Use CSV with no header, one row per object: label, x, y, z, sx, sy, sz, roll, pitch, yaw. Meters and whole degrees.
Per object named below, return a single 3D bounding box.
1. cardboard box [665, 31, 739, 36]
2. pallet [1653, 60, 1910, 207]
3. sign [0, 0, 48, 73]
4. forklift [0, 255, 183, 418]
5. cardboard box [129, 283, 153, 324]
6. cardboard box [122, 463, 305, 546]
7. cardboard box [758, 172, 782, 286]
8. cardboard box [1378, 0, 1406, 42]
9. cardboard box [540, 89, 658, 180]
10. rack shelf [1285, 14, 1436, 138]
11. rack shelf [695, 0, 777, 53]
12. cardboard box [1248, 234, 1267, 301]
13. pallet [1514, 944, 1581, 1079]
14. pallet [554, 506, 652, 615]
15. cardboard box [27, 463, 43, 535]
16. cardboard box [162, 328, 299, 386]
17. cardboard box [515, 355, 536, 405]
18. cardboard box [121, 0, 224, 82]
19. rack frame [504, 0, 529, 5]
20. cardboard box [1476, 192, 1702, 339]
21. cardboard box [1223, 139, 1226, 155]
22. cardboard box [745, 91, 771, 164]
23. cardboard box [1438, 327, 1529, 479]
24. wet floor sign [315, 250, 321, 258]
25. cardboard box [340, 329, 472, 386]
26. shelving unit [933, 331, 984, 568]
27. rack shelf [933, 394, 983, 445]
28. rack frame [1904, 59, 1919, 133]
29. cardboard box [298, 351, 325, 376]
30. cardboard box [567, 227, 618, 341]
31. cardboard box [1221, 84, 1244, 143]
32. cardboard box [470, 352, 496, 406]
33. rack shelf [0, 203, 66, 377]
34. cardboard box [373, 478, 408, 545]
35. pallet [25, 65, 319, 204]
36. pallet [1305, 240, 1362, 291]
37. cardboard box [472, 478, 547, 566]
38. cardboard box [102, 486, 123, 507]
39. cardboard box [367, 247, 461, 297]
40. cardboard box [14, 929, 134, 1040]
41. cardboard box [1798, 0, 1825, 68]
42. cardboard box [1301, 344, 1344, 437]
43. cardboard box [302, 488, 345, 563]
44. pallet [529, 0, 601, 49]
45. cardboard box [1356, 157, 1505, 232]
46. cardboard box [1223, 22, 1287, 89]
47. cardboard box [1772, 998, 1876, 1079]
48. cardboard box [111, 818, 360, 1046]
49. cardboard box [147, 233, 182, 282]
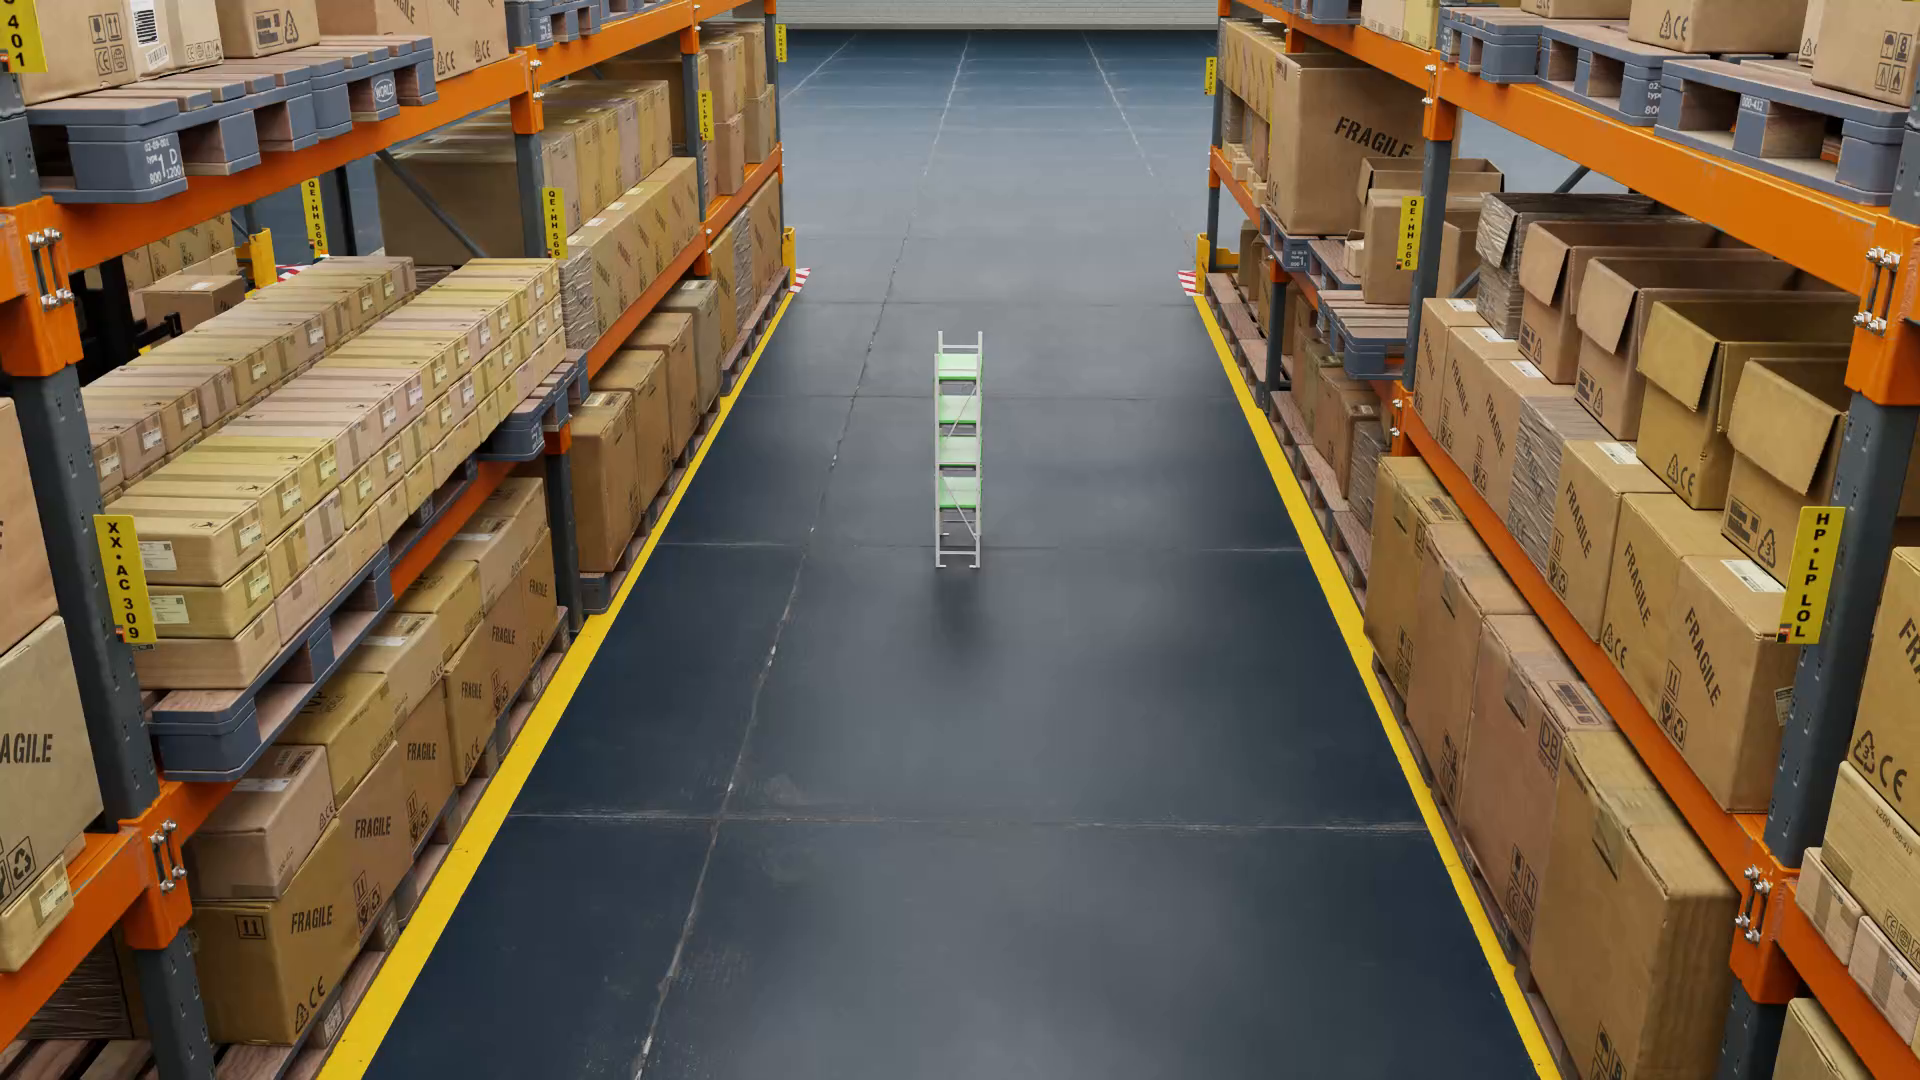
cardboard box,-2.287,-3.883,13.690,0.875,0.550,0.550,1,21,2
pallet,2.408,-1.056,4.221,0.805,0.209,1.217,0,21,-1
sign,-1.982,-1.142,3.463,0.100,0.325,0.005,1,21,2
forklift,-4.715,-1.218,8.616,1.130,2.935,3.031,1,21,2
cardboard box,-6.926,-1.925,13.565,0.500,0.250,0.500,0,21,1
cardboard box,-2.051,-0.100,4.584,0.380,0.149,0.250,1,21,3
cardboard box,-2.114,-2.804,14.965,0.875,0.875,0.875,1,21,2
cardboard box,2.322,-2.543,7.998,0.500,0.250,0.500,1,21,1
cardboard box,-2.304,-2.545,10.421,0.700,0.500,0.500,0,21,1
rack shelf,2.612,-2.647,9.052,1.077,0.370,4.000,1,21,2
rack shelf,-2.221,-4.184,13.014,1.077,0.370,4.000,1,21,2
cardboard box,2.775,-2.341,14.292,0.500,0.500,0.500,6,22,16
pallet,2.378,1.606,5.099,1.003,0.211,1.213,1,21,2
pallet,-2.304,0.064,9.072,1.003,0.211,1.213,1,21,2
cardboard box,-2.700,-0.106,4.600,0.380,0.149,0.250,0,21,0
cardboard box,-2.649,-0.668,6.047,0.380,0.149,0.250,1,21,3
cardboard box,-1.976,-0.664,6.861,0.380,0.149,0.250,1,21,3
cardboard box,-2.288,-1.374,4.319,0.500,0.311,0.500,0,21,1
rack frame,-2.403,-3.749,6.750,1.000,3.000,0.127,1,21,2
cardboard box,2.513,-1.111,6.720,0.797,0.503,0.637,1,21,3
cardboard box,2.521,-3.445,14.609,0.380,0.149,0.250,1,21,2
cardboard box,-2.121,-3.580,14.403,0.875,0.550,0.550,1,21,2
cardboard box,2.251,-0.548,6.656,0.500,0.500,0.500,0,21,0
wet floor sign,-6.035,-2.822,15.909,0.267,0.644,0.232,8,23,20
cardboard box,-2.001,-0.658,6.022,0.380,0.149,0.250,2,21,4
shelving unit,-0.005,-0.500,9.158,0.258,1.200,0.503,1,21,2
rack shelf,-0.005,-0.664,9.094,0.258,0.148,0.480,1,21,2
rack frame,2.430,-2.211,2.788,1.000,3.000,0.127,1,21,2
cardboard box,-2.645,-0.621,6.337,0.380,0.149,0.250,1,21,2
cardboard box,-2.107,-1.342,8.702,0.500,0.500,0.500,0,21,1
cardboard box,2.751,-3.740,14.472,0.875,0.500,0.500,1,21,2
cardboard box,-1.993,-0.613,6.318,0.380,0.149,0.250,0,21,1
rack shelf,-2.586,0.155,1.832,1.077,0.370,4.000,1,21,2
cardboard box,-2.023,-0.095,5.394,0.380,0.149,0.250,0,21,-1
pallet,-2.400,-1.038,4.171,1.213,0.211,1.003,1,21,2
pallet,2.571,-1.487,9.481,1.003,0.211,1.213,1,21,2
cardboard box,-2.162,-0.082,7.431,0.500,0.250,0.500,0,21,0
cardboard box,-2.693,-0.054,4.876,0.380,0.149,0.250,2,21,4
cardboard box,-2.658,-1.164,8.244,0.500,0.500,0.500,1,21,2
cardboard box,-2.754,1.194,5.181,0.500,0.500,0.500,0,21,1
cardboard box,2.553,-1.363,4.290,0.500,0.311,0.500,0,21,0
cardboard box,2.600,-0.953,10.685,0.700,0.500,0.500,1,21,1
cardboard box,-2.040,-0.047,4.860,0.380,0.149,0.250,1,21,3
pallet,-2.437,-2.496,7.928,1.213,0.211,1.003,2,21,4
cardboard box,2.713,-1.923,9.615,0.797,0.503,0.637,3,21,7
cardboard box,2.483,-4.028,13.832,0.500,0.500,0.500,1,21,2
cardboard box,2.330,1.618,3.569,0.875,0.875,0.875,1,21,2
cardboard box,-2.237,1.200,5.165,0.500,0.500,0.500,1,21,4
cardboard box,-6.909,-2.462,13.911,0.500,0.500,0.500,0,21,0
